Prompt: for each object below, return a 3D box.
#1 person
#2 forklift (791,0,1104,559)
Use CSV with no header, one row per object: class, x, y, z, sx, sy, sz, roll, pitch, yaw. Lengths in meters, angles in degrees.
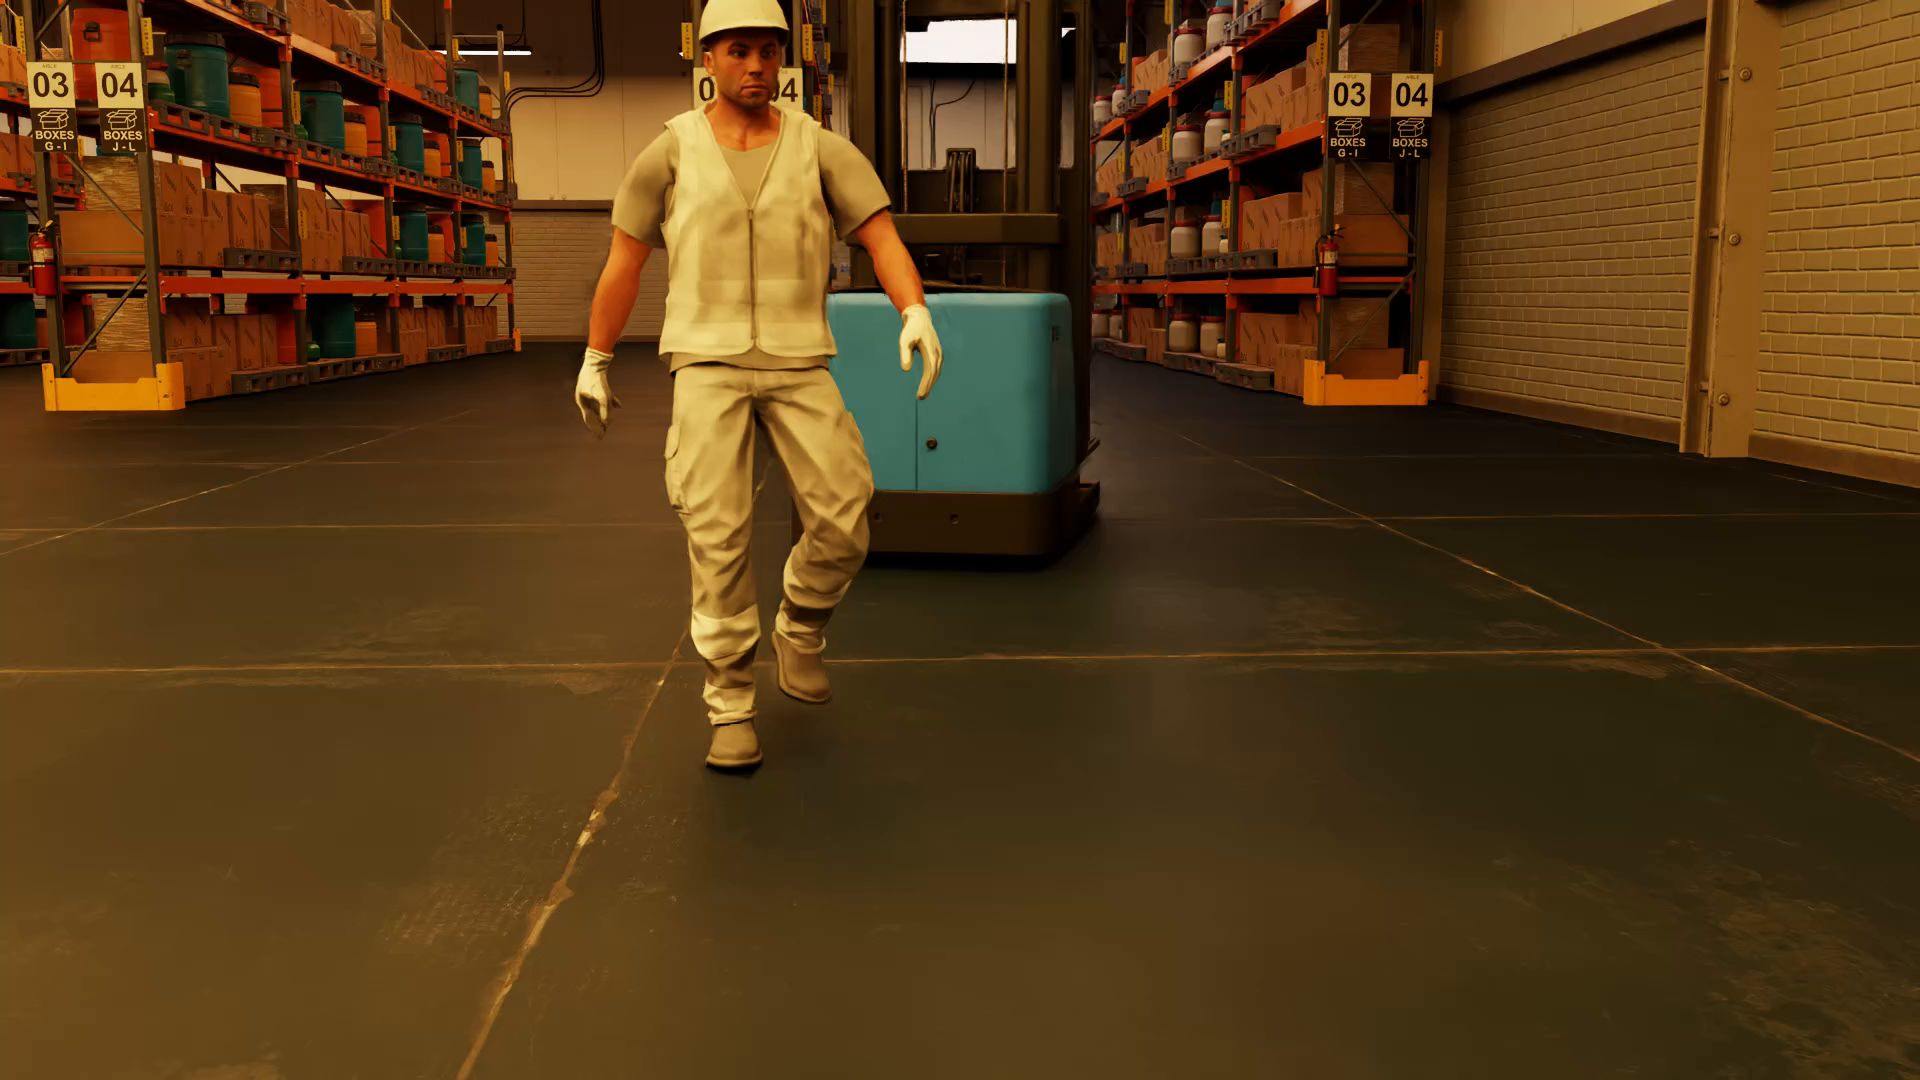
person,-0.484,-0.387,3.899,0.812,1.766,0.590,-2,9,-14
forklift,0.082,-1.548,7.757,1.130,2.935,3.031,1,9,9
